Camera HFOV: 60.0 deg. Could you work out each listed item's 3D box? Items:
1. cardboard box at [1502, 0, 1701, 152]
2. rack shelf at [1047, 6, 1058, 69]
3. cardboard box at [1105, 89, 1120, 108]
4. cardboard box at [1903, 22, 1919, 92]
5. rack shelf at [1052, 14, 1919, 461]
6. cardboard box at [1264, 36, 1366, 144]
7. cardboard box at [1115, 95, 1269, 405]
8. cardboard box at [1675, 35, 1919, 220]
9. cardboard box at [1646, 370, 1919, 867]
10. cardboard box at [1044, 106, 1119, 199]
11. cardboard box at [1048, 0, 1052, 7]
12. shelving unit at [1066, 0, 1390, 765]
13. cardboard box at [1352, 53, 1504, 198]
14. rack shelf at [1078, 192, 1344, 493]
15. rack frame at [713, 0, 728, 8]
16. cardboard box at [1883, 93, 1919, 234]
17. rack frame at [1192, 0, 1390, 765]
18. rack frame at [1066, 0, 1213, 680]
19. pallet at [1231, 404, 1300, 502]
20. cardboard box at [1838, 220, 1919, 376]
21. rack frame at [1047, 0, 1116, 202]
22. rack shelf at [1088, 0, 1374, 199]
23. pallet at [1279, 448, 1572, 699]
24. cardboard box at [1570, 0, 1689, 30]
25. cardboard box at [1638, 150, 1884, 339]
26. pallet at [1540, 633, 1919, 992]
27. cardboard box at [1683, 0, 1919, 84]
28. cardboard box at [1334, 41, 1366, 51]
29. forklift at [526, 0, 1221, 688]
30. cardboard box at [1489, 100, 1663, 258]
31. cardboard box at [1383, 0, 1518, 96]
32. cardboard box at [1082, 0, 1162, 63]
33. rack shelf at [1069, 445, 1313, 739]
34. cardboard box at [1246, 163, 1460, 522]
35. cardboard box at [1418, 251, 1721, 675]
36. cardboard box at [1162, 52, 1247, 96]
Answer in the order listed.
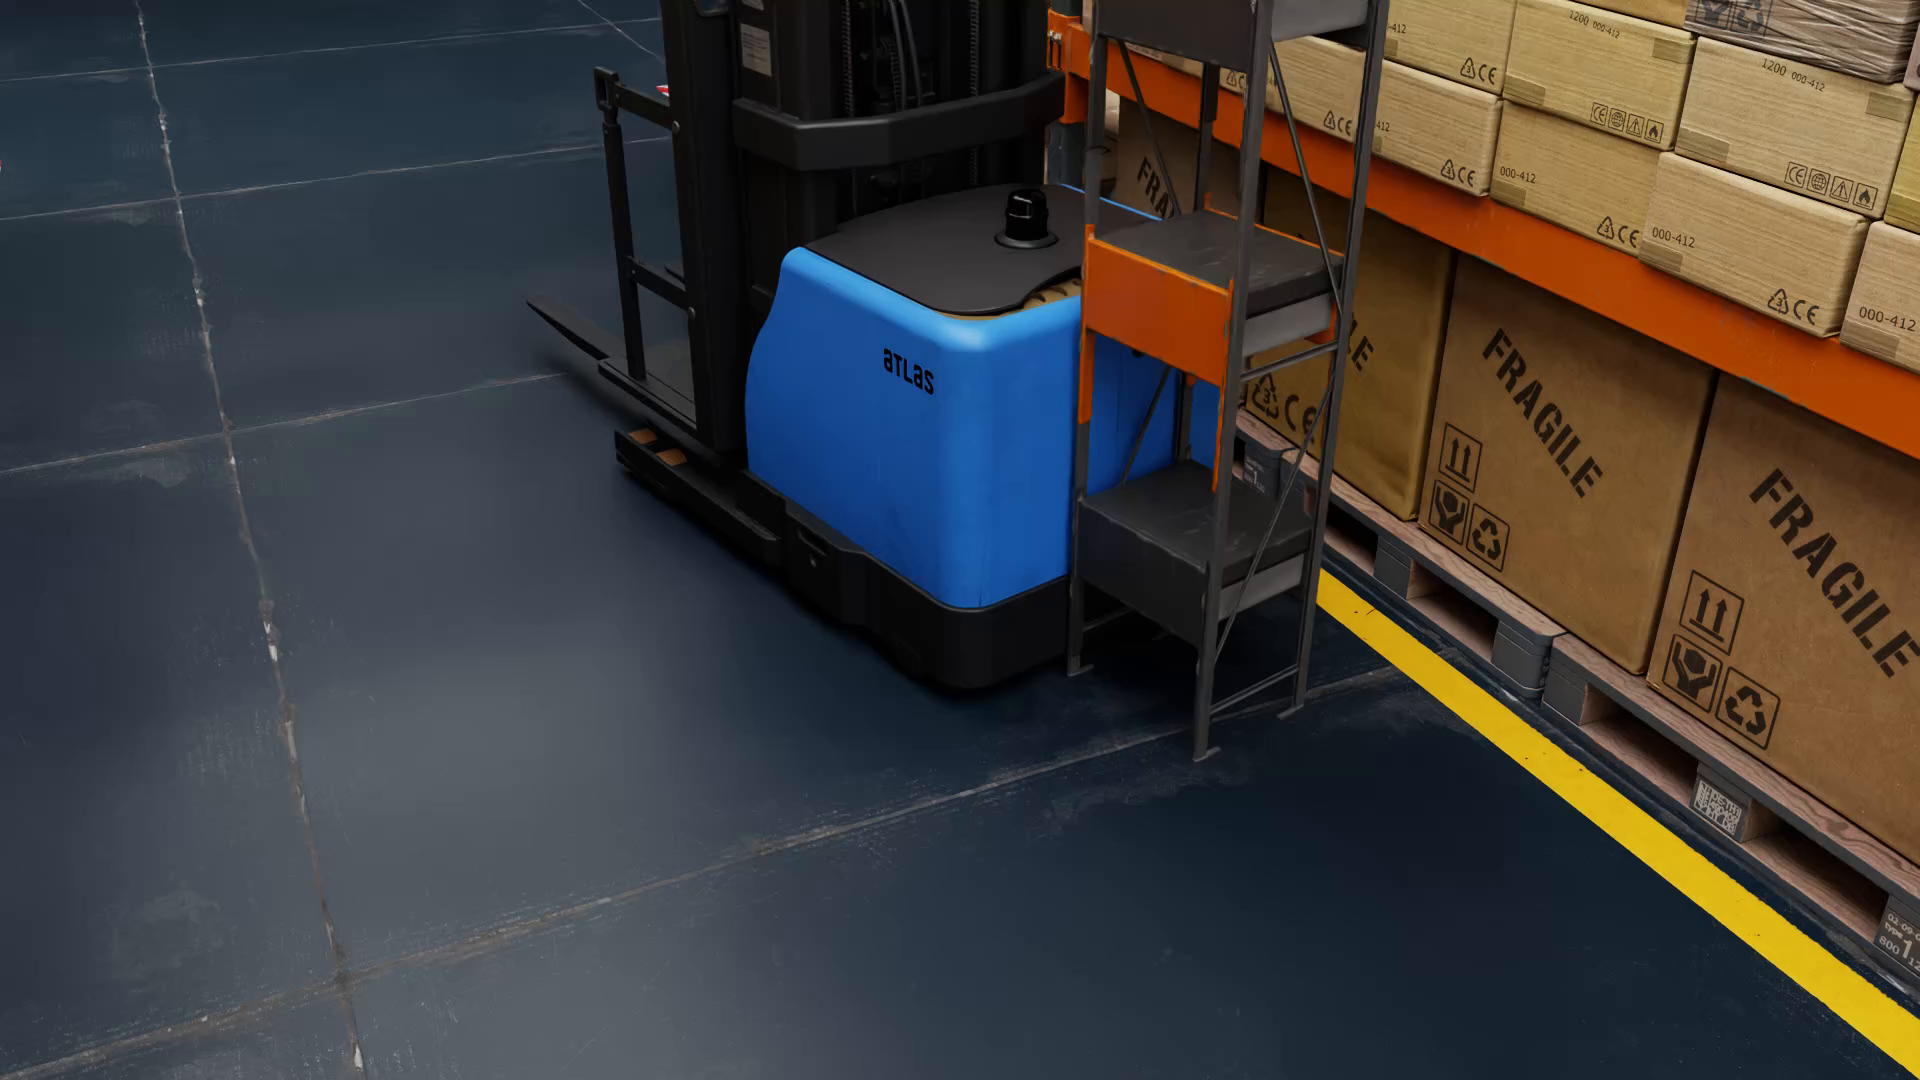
[{"bbox_3d":[1.617,-1.101,3.790,0.500,0.250,0.500,-14,32,-23],"label":"cardboard box"},{"bbox_3d":[-0.060,-2.677,7.693,1.077,0.370,4.000,-13,32,-22],"label":"rack shelf"},{"bbox_3d":[0.242,-1.868,7.705,0.875,0.438,0.875,-14,32,-23],"label":"cardboard box"},{"bbox_3d":[2.058,-0.994,2.831,0.500,0.500,0.500,-14,32,-23],"label":"cardboard box"},{"bbox_3d":[1.658,-0.910,4.542,1.077,0.370,4.000,-13,32,-22],"label":"rack shelf"},{"bbox_3d":[1.179,-1.334,4.716,0.500,0.250,0.500,-13,32,-22],"label":"cardboard box"},{"bbox_3d":[1.137,-1.107,5.900,0.875,0.875,0.875,-12,31,-20],"label":"cardboard box"},{"bbox_3d":[1.855,-0.880,3.394,0.500,0.250,0.500,-14,32,-23],"label":"cardboard box"},{"bbox_3d":[2.295,0.080,3.783,0.875,0.875,0.875,-13,32,-22],"label":"cardboard box"},{"bbox_3d":[0.626,-1.473,7.000,0.875,0.438,0.875,-14,32,-23],"label":"cardboard box"},{"bbox_3d":[0.369,-2.302,6.187,0.500,0.500,0.500,-13,32,-22],"label":"cardboard box"},{"bbox_3d":[0.605,-0.501,3.996,0.431,2.100,0.503,-21,35,-32],"label":"shelving unit"},{"bbox_3d":[1.385,-1.112,4.319,0.500,0.250,0.500,-14,32,-23],"label":"cardboard box"},{"bbox_3d":[0.605,-0.489,4.003,0.431,0.518,0.480,-21,35,-32],"label":"rack shelf"},{"bbox_3d":[-0.918,-3.875,9.093,1.000,3.000,0.127,-13,32,-22],"label":"rack frame"},{"bbox_3d":[2.079,-0.654,2.992,0.500,0.250,0.500,-13,32,-22],"label":"cardboard box"},{"bbox_3d":[0.755,-0.406,3.828,0.400,2.100,0.015,-21,35,-32],"label":"rack frame"},{"bbox_3d":[0.456,-0.595,4.164,0.400,2.100,0.015,-21,35,-32],"label":"rack frame"},{"bbox_3d":[1.198,-0.566,6.044,1.003,0.211,1.213,-13,32,-22],"label":"pallet"},{"bbox_3d":[2.065,-0.444,3.129,0.500,0.250,0.500,-14,32,-24],"label":"cardboard box"},{"bbox_3d":[0.799,-2.108,5.942,1.000,3.000,0.127,-13,32,-22],"label":"rack frame"},{"bbox_3d":[0.605,-1.099,3.660,0.431,0.518,0.480,-21,35,-32],"label":"rack shelf"},{"bbox_3d":[1.726,-0.027,5.082,1.003,0.211,1.213,-13,32,-22],"label":"pallet"},{"bbox_3d":[1.623,-1.440,3.626,0.500,0.500,0.500,-13,32,-22],"label":"cardboard box"},{"bbox_3d":[1.831,-0.667,3.525,0.500,0.250,0.500,-13,32,-21],"label":"cardboard box"},{"bbox_3d":[2.246,0.512,4.122,1.003,0.211,1.213,-13,32,-22],"label":"pallet"},{"bbox_3d":[1.830,-1.219,3.232,0.500,0.500,0.500,-13,32,-21],"label":"cardboard box"},{"bbox_3d":[1.175,-1.554,4.596,0.500,0.250,0.500,-13,32,-21],"label":"cardboard box"},{"bbox_3d":[-0.506,-1.544,5.007,1.130,2.935,3.031,-21,35,-32],"label":"forklift"},{"bbox_3d":[1.629,-0.892,3.928,0.500,0.250,0.500,-13,32,-22],"label":"cardboard box"},{"bbox_3d":[1.394,-1.331,4.199,0.500,0.250,0.500,-14,32,-23],"label":"cardboard box"},{"bbox_3d":[0.749,-1.792,5.533,0.500,0.250,0.500,-14,32,-23],"label":"cardboard box"},{"bbox_3d":[0.605,0.122,4.345,0.431,0.518,0.480,-21,35,-32],"label":"rack shelf"},{"bbox_3d":[1.532,-0.710,5.192,0.875,0.875,0.875,-12,31,-21],"label":"cardboard box"},{"bbox_3d":[1.916,-0.315,4.487,0.875,0.875,0.875,-13,32,-21],"label":"cardboard box"},{"bbox_3d":[0.973,-1.564,5.126,0.500,0.250,0.500,-14,32,-23],"label":"cardboard box"}]
